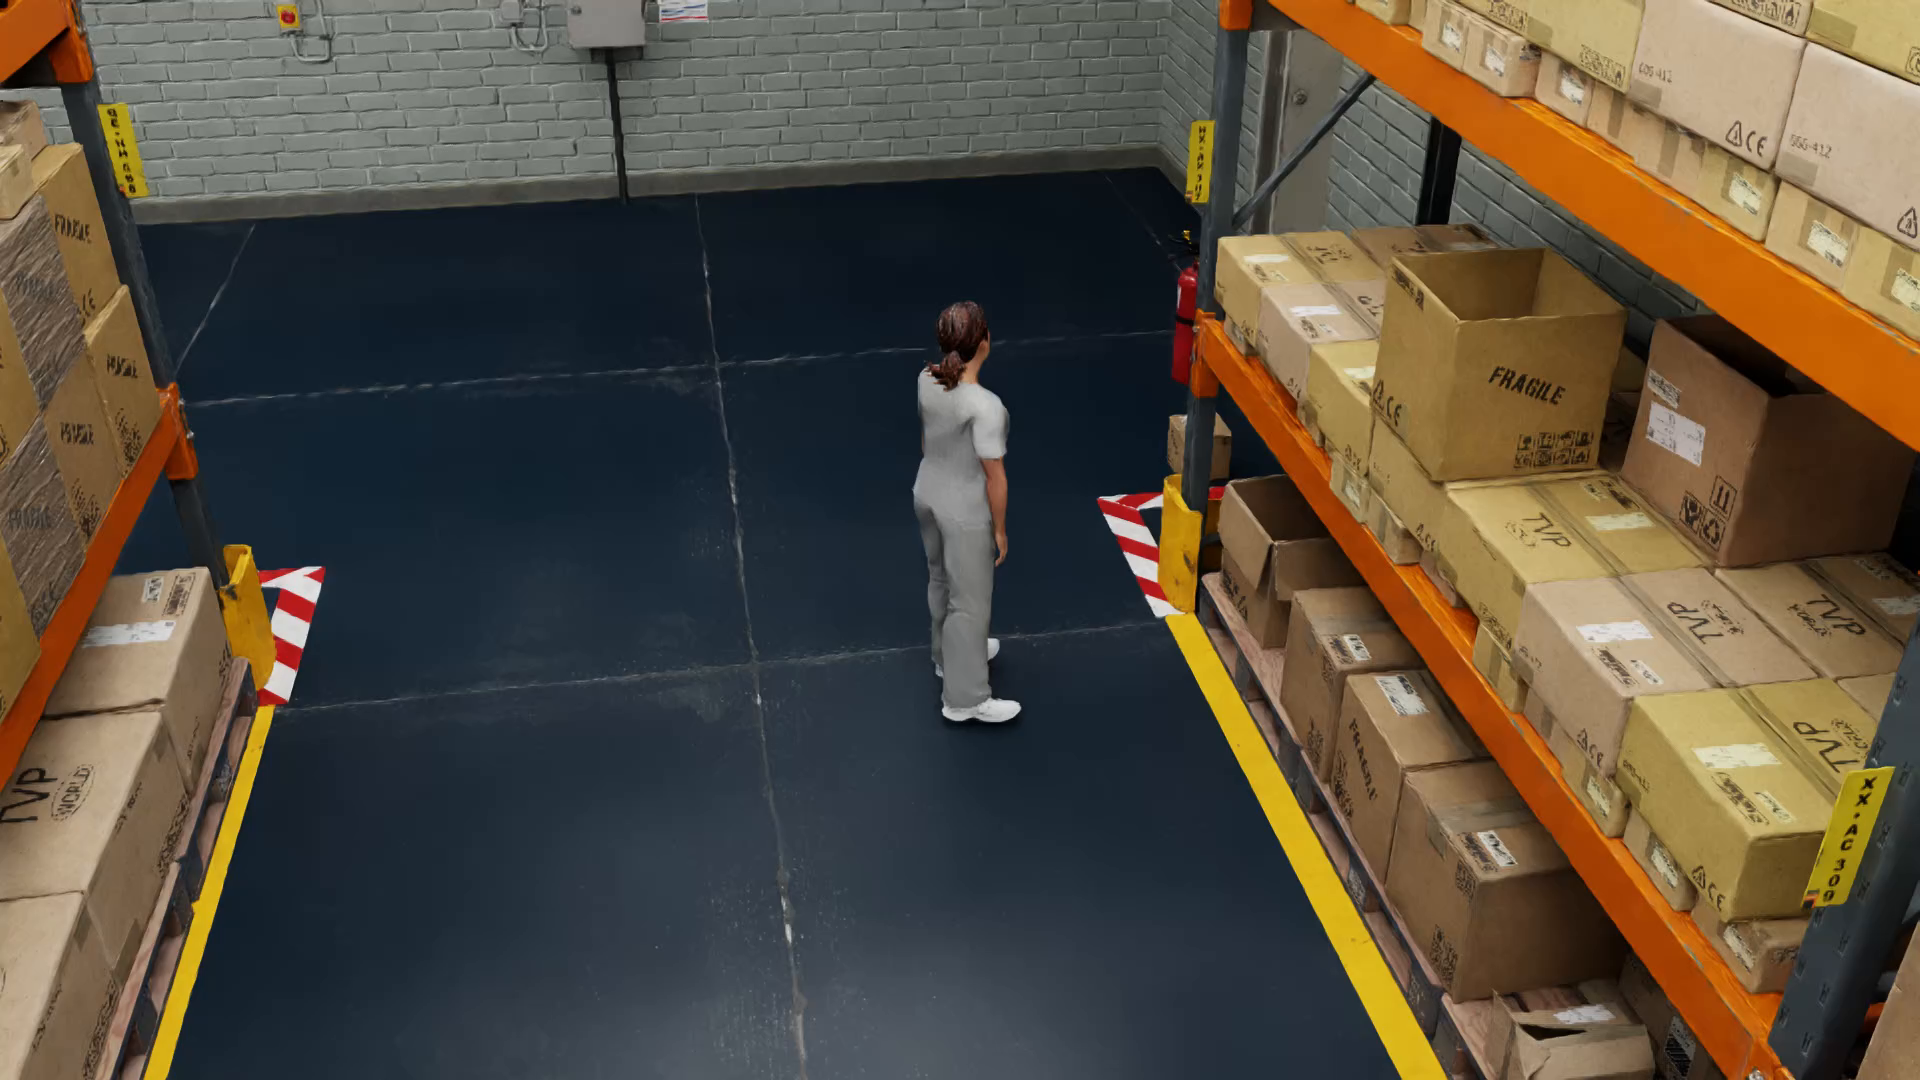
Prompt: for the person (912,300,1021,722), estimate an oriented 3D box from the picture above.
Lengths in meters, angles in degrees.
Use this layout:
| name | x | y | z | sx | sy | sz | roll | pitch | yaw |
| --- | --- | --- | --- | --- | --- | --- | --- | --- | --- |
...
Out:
| name | x | y | z | sx | sy | sz | roll | pitch | yaw |
| --- | --- | --- | --- | --- | --- | --- | --- | --- | --- |
| person | 0.057 | -0.121 | 6.284 | 0.449 | 1.680 | 0.525 | -22 | 37 | -32 |
